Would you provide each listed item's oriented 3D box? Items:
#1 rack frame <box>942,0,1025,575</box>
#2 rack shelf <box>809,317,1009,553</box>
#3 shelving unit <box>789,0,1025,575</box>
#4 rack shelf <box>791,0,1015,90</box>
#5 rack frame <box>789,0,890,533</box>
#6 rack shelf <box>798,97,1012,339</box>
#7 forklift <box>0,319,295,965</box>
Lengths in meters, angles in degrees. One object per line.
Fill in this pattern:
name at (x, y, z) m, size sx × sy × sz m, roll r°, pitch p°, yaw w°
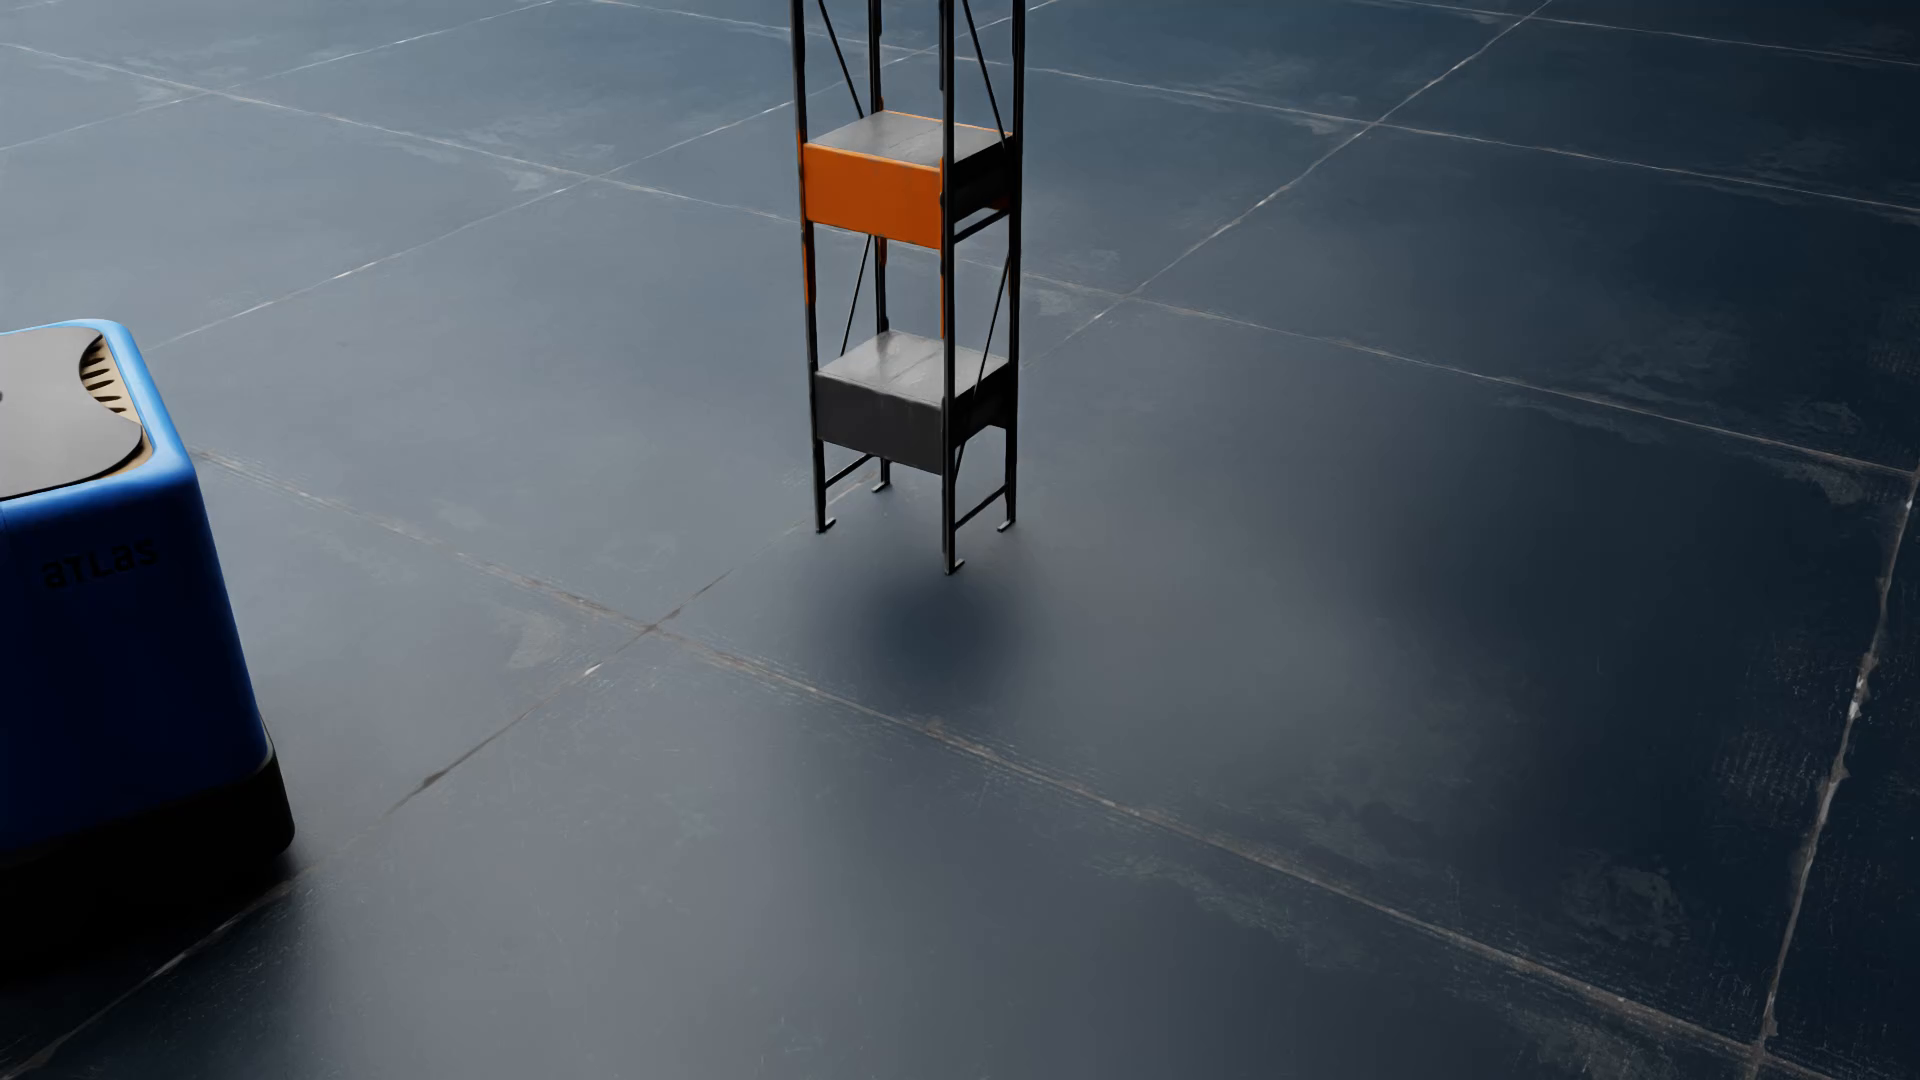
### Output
rack frame at (0.066, -0.886, 4.685) m, size 0.015 × 2.100 × 0.400 m, roll 18°, pitch 35°, yaw 27°
rack shelf at (-0.140, -0.335, 5.157) m, size 0.480 × 0.518 × 0.431 m, roll 18°, pitch 35°, yaw 27°
shelving unit at (-0.140, -0.951, 4.797) m, size 0.503 × 2.100 × 0.431 m, roll 18°, pitch 35°, yaw 27°
rack shelf at (-0.140, -1.544, 4.451) m, size 0.480 × 0.518 × 0.431 m, roll 18°, pitch 35°, yaw 27°
rack frame at (-0.347, -1.017, 4.909) m, size 0.015 × 2.100 × 0.400 m, roll 18°, pitch 35°, yaw 27°
rack shelf at (-0.140, -0.940, 4.804) m, size 0.480 × 0.518 × 0.431 m, roll 18°, pitch 35°, yaw 27°
forklift at (-3.089, -0.305, 2.864) m, size 3.031 × 2.935 × 1.130 m, roll -17°, pitch 34°, yaw -27°
